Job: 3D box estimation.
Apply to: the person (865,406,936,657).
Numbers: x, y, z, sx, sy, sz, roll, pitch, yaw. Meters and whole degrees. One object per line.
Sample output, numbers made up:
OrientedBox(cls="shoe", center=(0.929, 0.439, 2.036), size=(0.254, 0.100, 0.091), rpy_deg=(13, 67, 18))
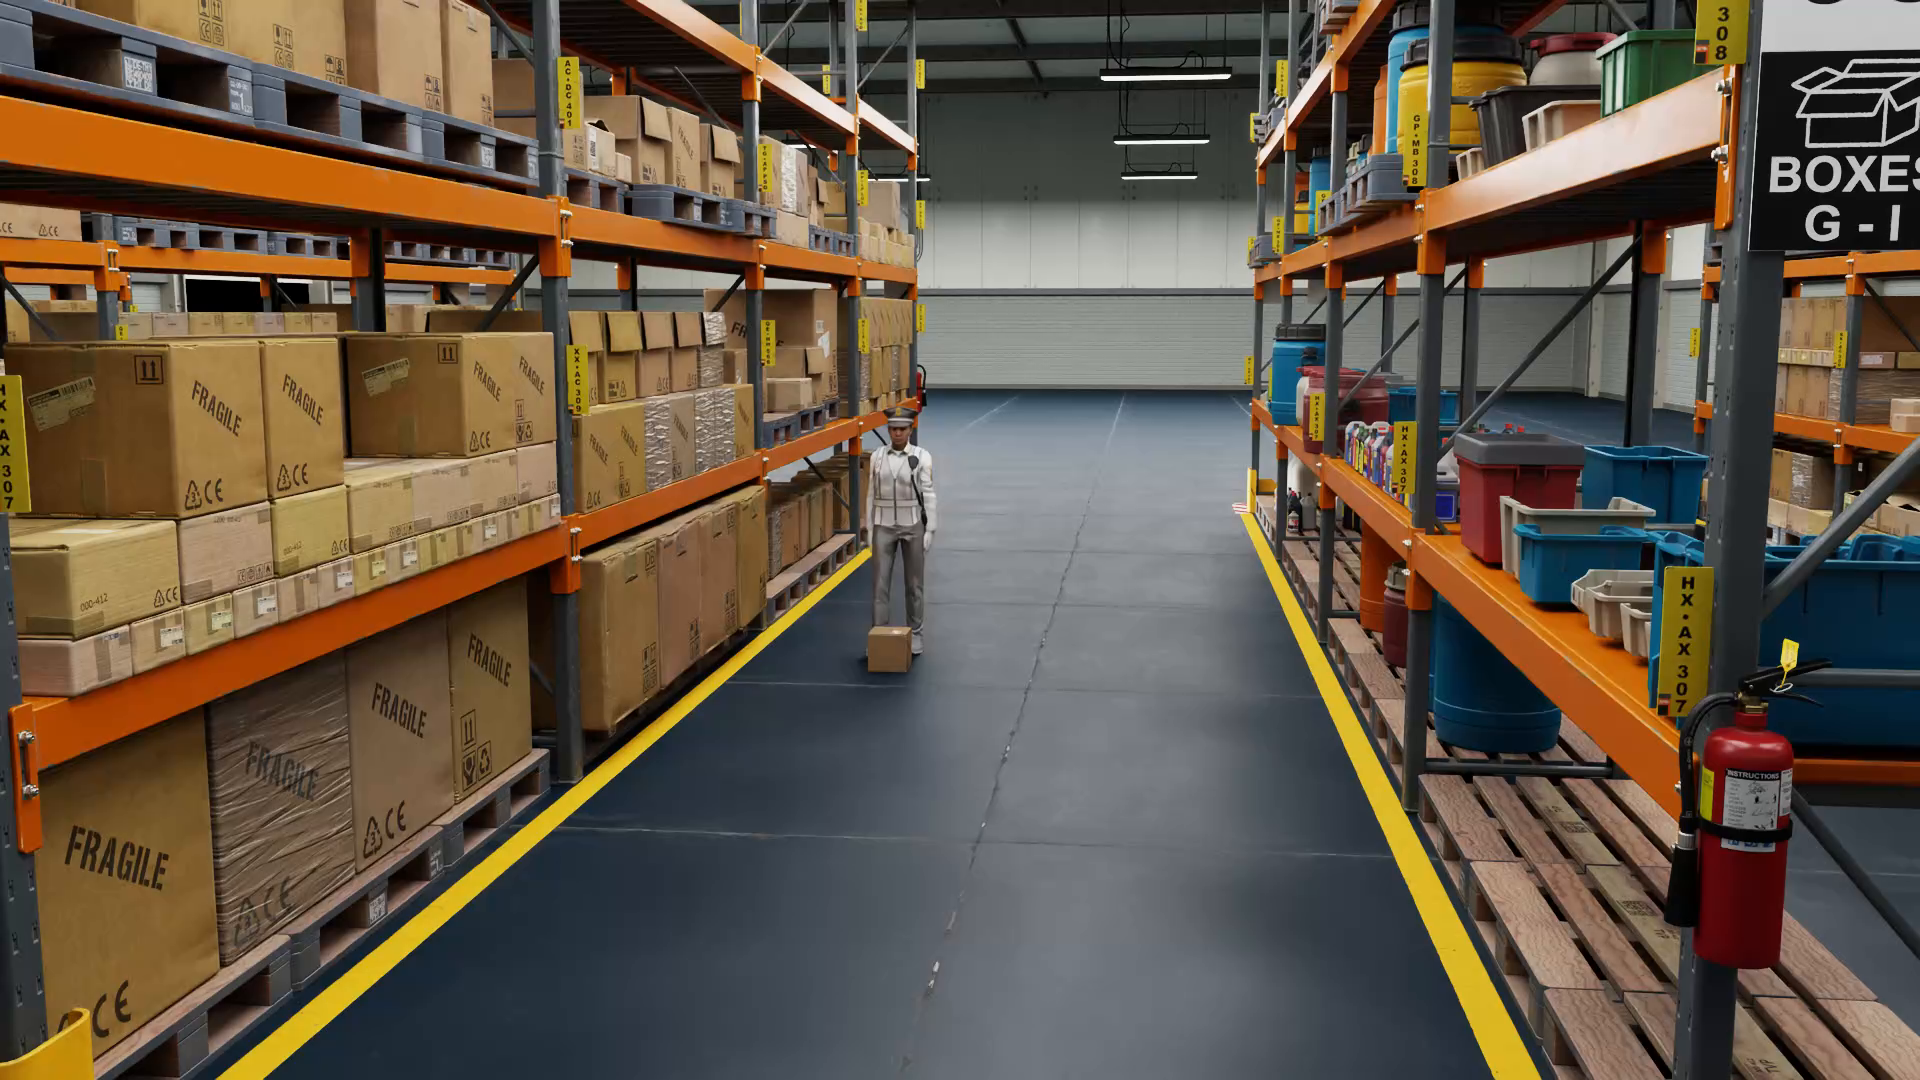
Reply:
OrientedBox(cls="person", center=(-0.404, -0.058, 11.142), size=(0.486, 1.679, 0.432), rpy_deg=(1, 8, 7))
